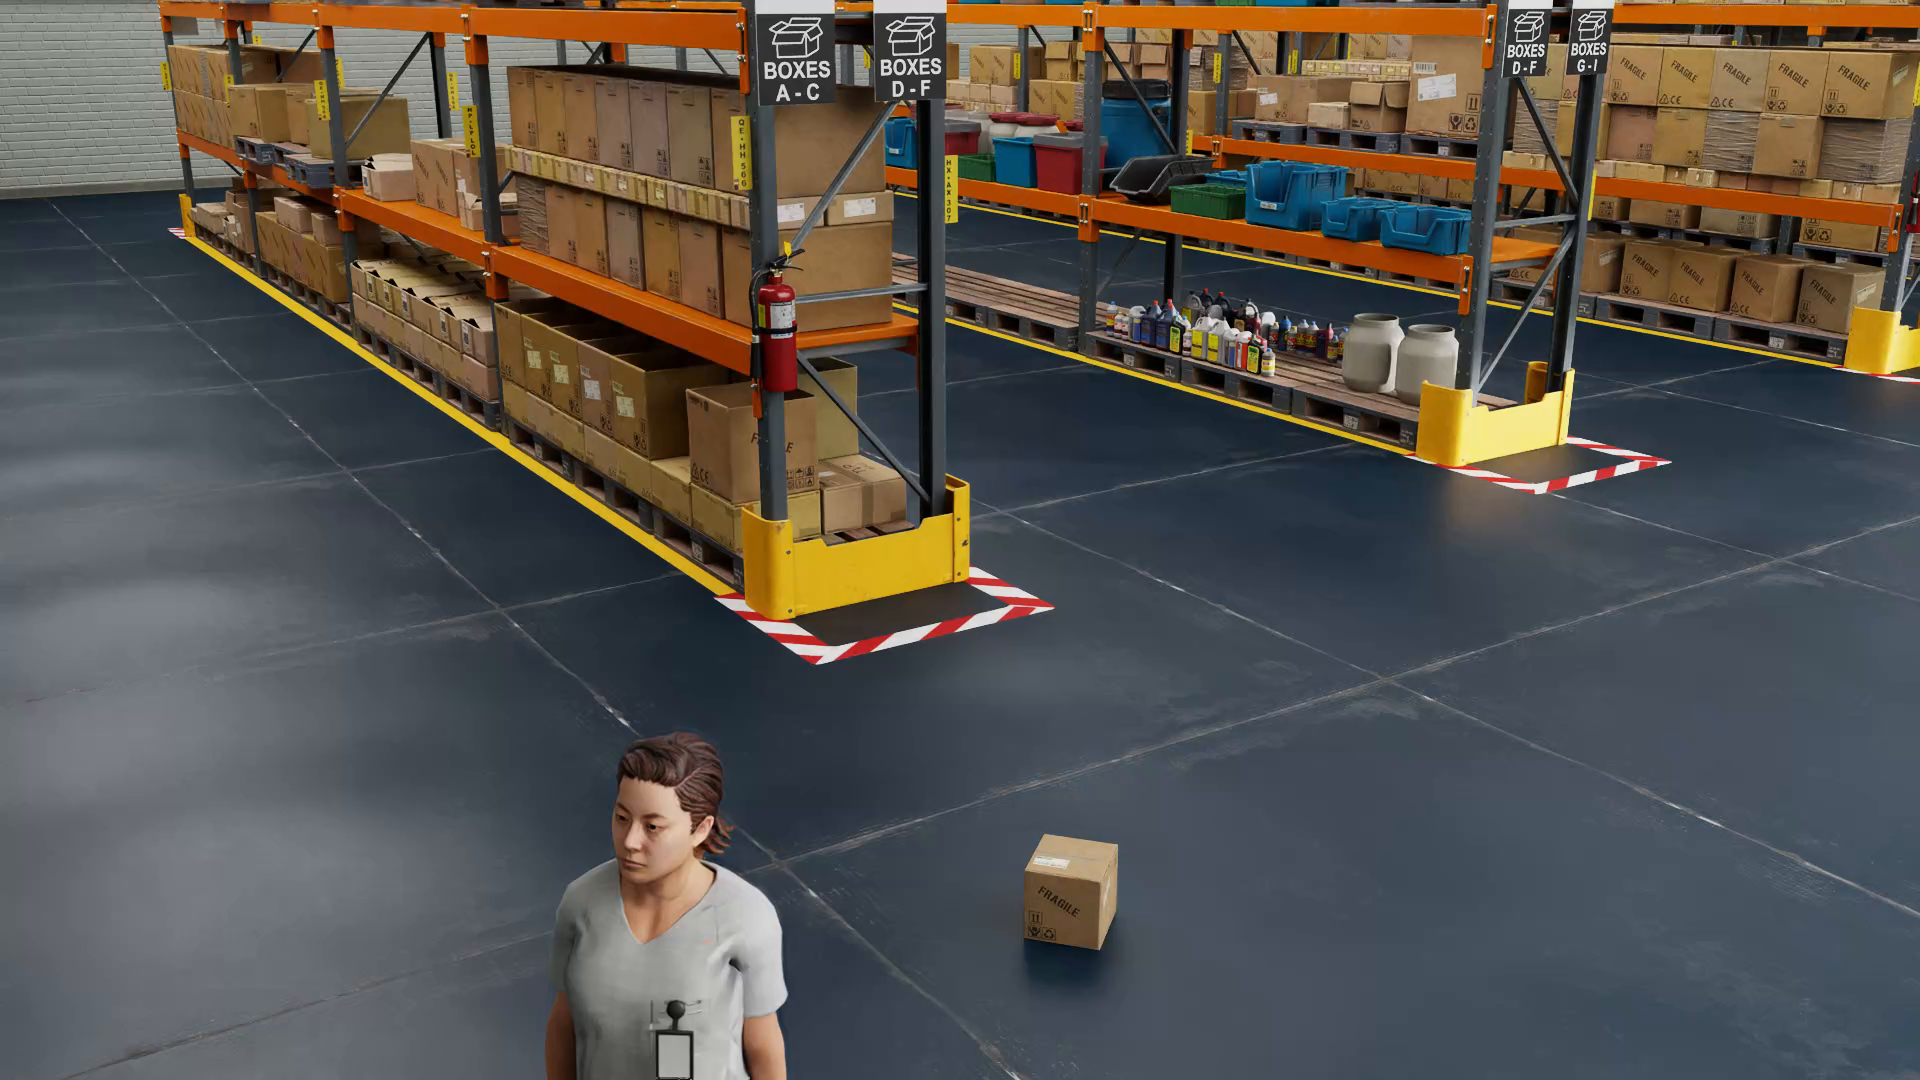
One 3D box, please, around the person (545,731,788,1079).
[{"bbox_3d":[-0.537,1.119,3.113,0.449,1.645,0.794,4,19,13],"label":"person"}]
